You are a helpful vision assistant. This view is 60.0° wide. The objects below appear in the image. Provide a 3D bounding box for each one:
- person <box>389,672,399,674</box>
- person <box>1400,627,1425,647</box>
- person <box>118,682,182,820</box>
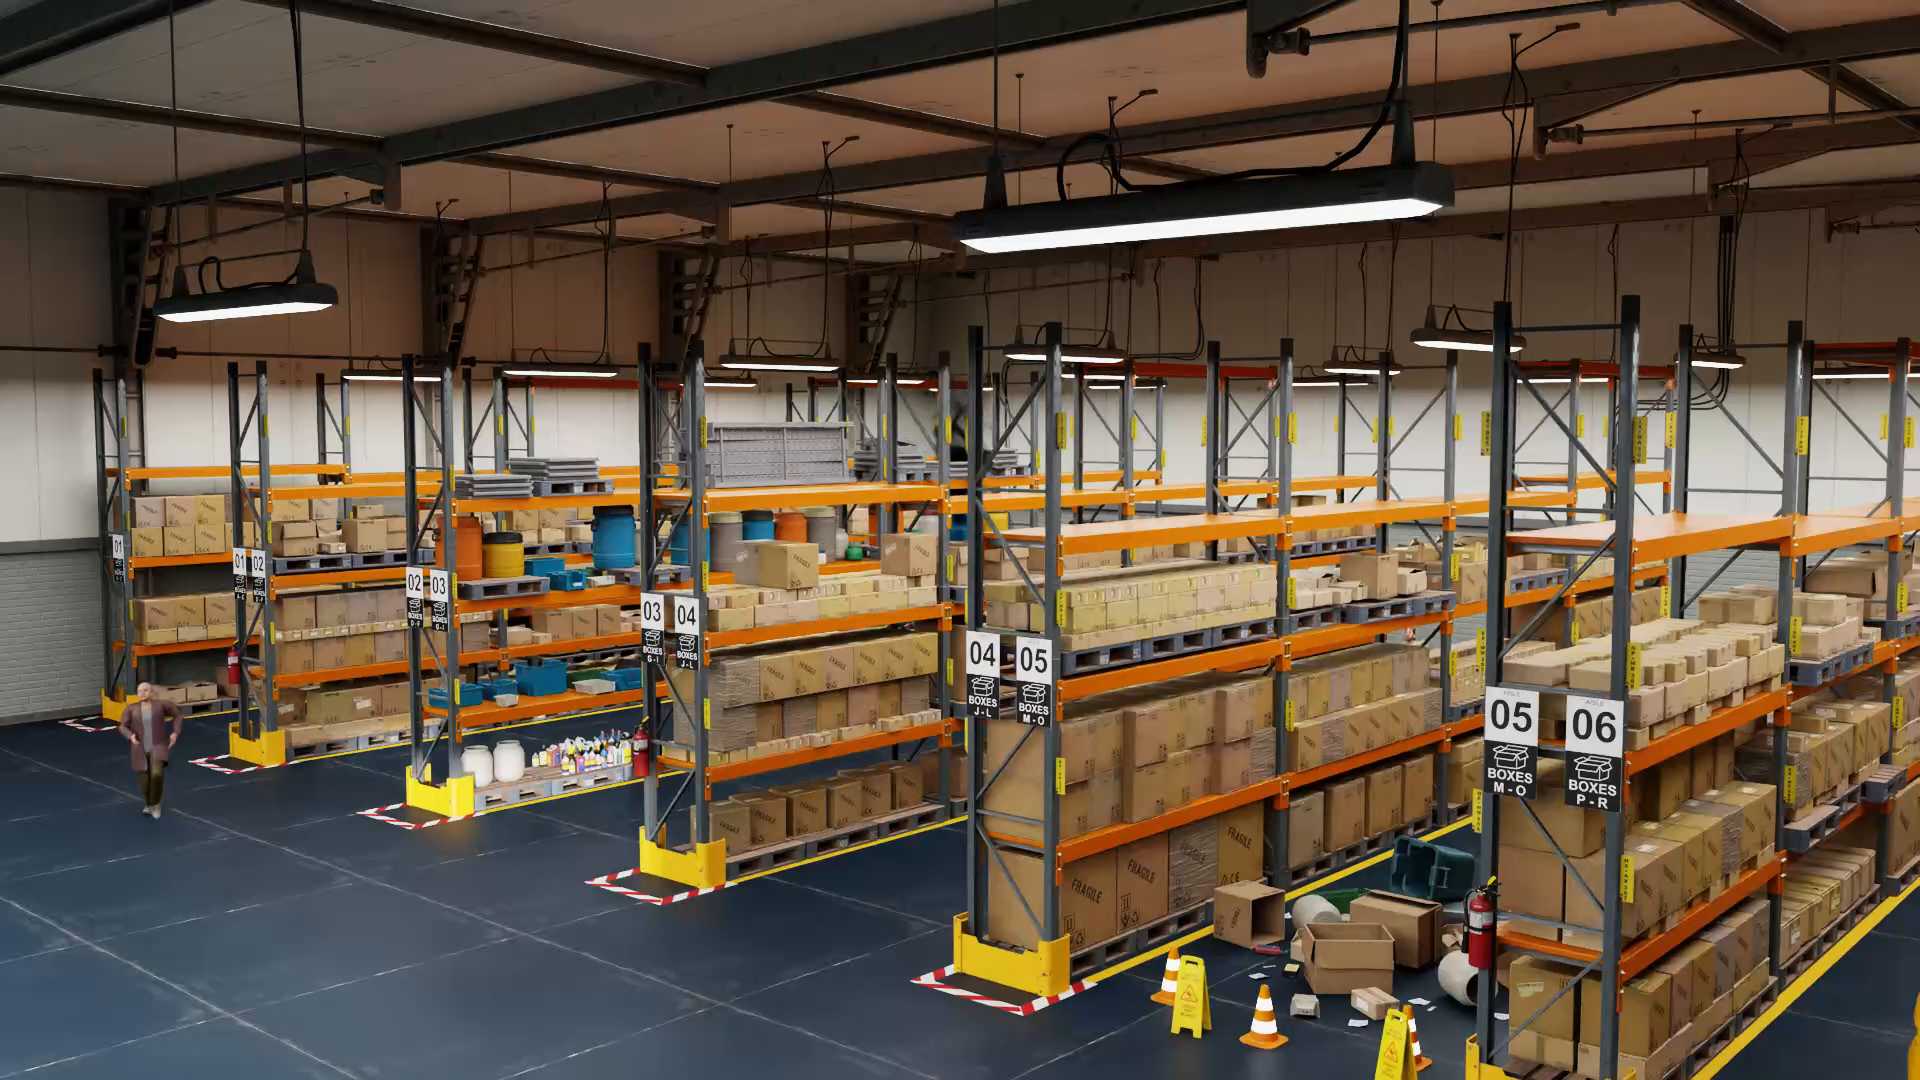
[{"bbox_3d":[-9.736,2.253,28.459,0.581,1.725,0.734,4,6,43],"label":"person"},{"bbox_3d":[7.692,2.277,28.299,0.598,1.642,0.711,3,5,37],"label":"person"},{"bbox_3d":[-10.460,2.815,21.478,0.719,1.583,0.741,-1,4,-17],"label":"person"}]
